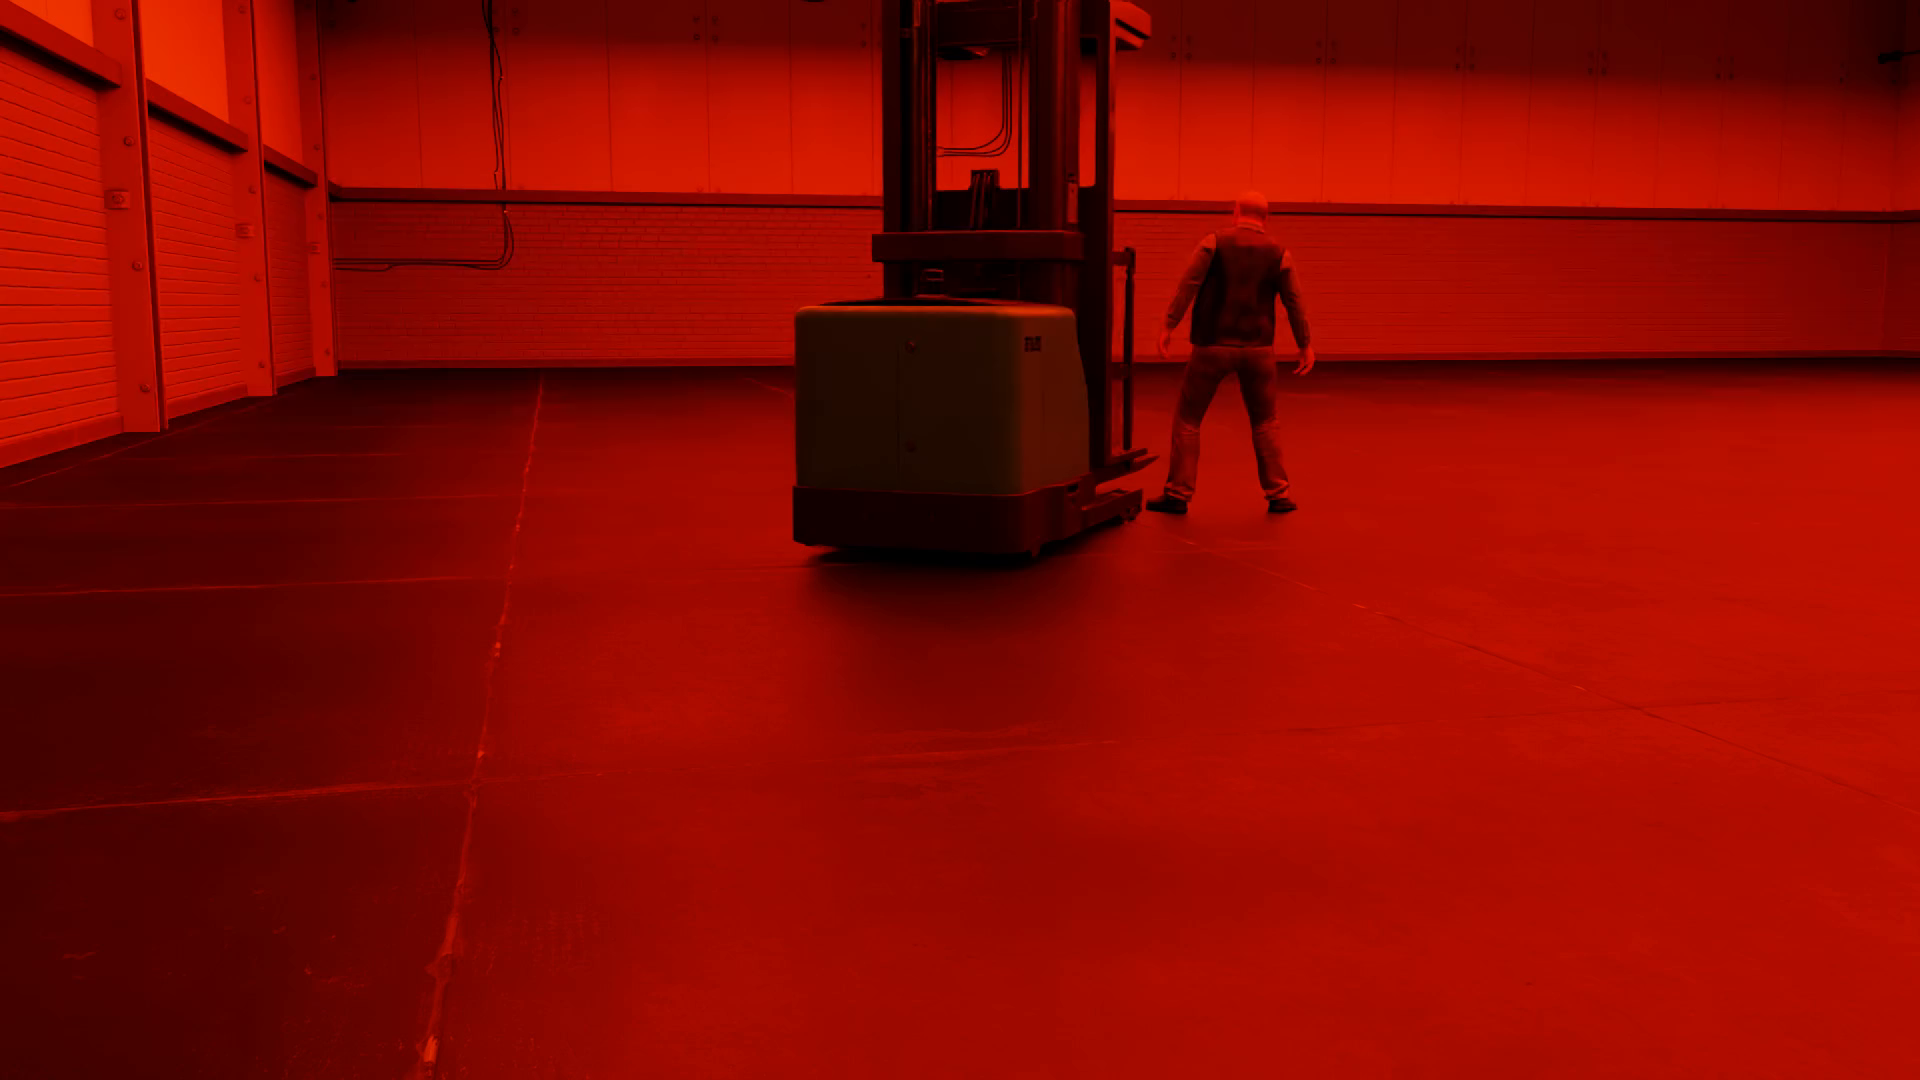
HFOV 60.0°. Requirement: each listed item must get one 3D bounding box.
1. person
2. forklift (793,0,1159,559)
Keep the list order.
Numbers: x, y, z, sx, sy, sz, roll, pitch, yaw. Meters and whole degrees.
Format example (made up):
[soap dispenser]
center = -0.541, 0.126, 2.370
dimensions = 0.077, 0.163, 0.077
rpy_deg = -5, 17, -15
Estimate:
[person]
center = 1.445, -0.982, 8.724
dimensions = 0.894, 1.678, 0.373
rpy_deg = 0, 8, -2
[forklift]
center = 0.287, -1.540, 8.139
dimensions = 1.130, 2.935, 3.031
rpy_deg = 3, 9, 21
